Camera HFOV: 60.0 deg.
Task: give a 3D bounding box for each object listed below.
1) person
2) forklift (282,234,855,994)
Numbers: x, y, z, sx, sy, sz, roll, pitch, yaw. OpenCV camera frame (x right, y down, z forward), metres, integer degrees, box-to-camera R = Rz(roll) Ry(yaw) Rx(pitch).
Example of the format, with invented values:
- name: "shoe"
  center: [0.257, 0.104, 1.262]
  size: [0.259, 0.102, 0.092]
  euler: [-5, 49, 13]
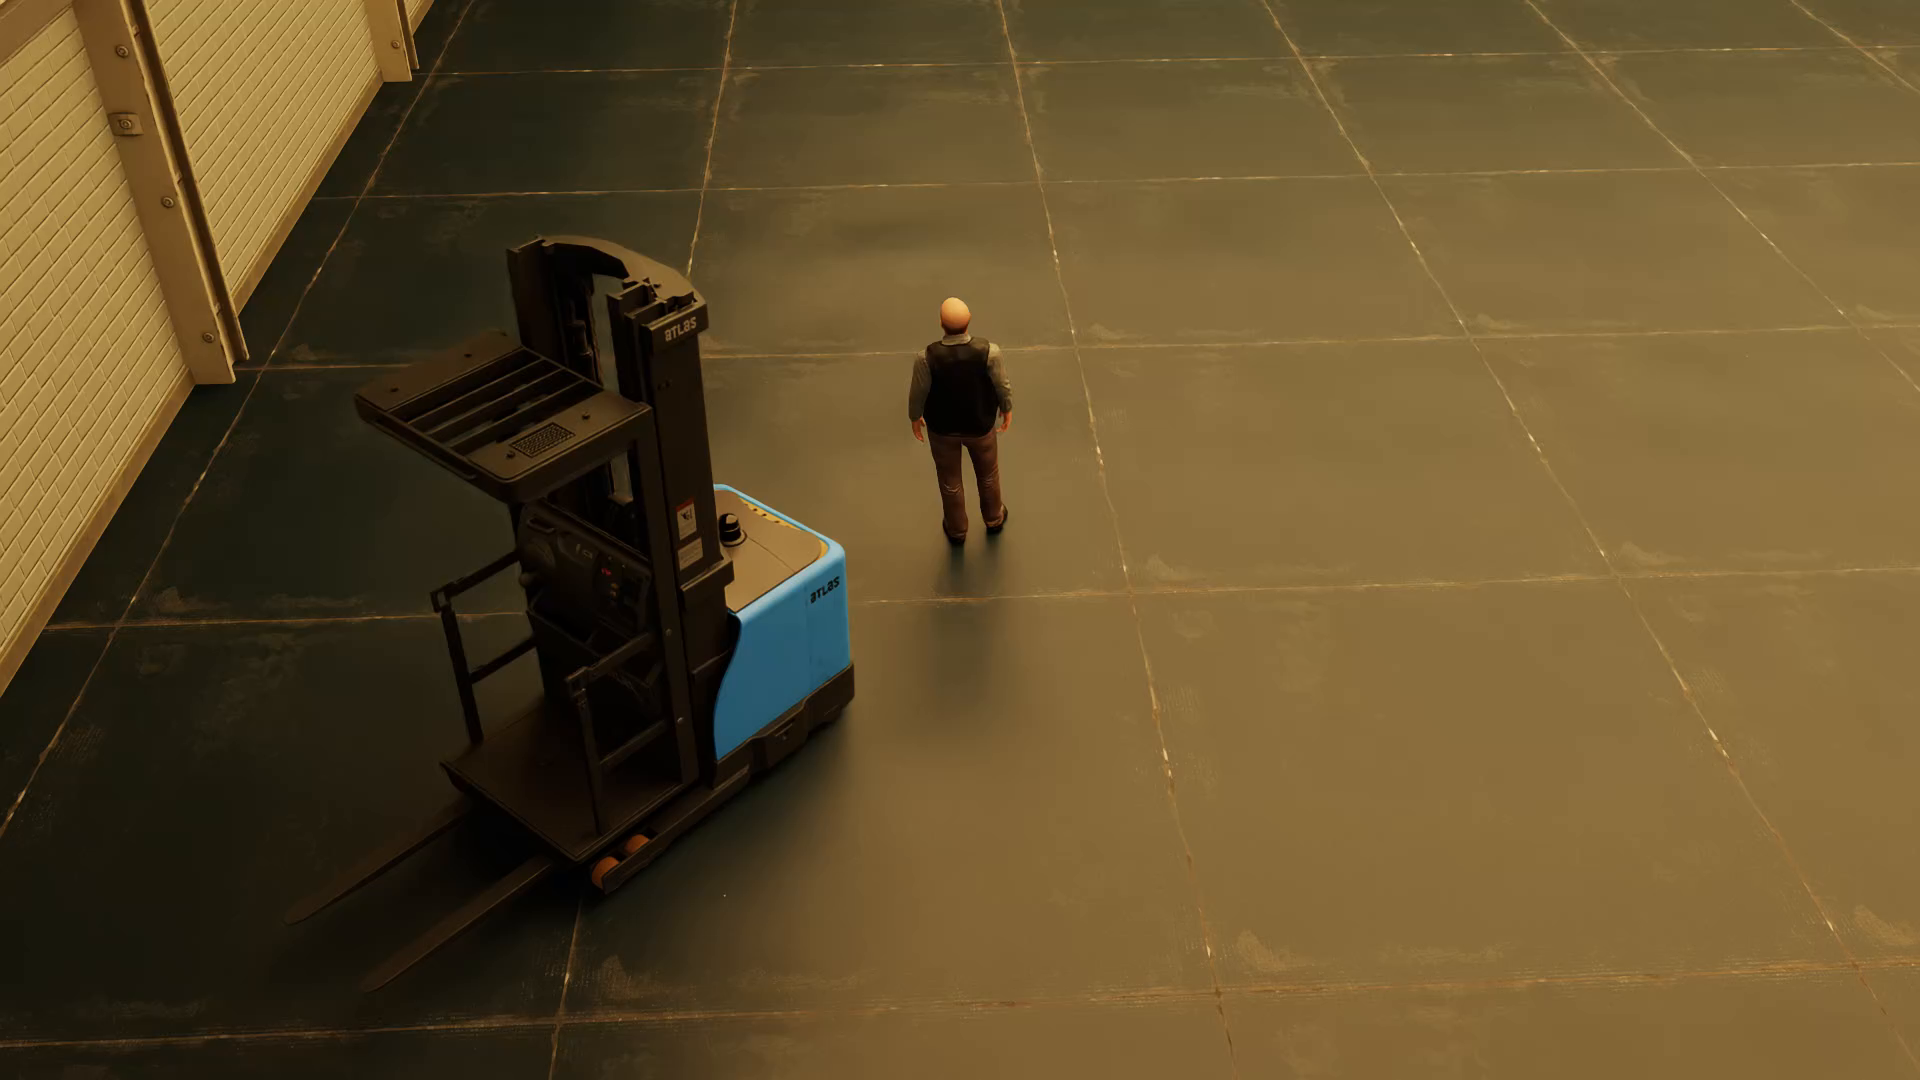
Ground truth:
- name: "person"
  center: [0.005, -0.738, 10.039]
  size: [0.632, 1.720, 0.568]
  euler: [-2, 36, -2]
- name: "forklift"
  center: [-1.914, 0.198, 7.738]
  size: [1.130, 2.935, 3.031]
  euler: [26, 44, 31]
